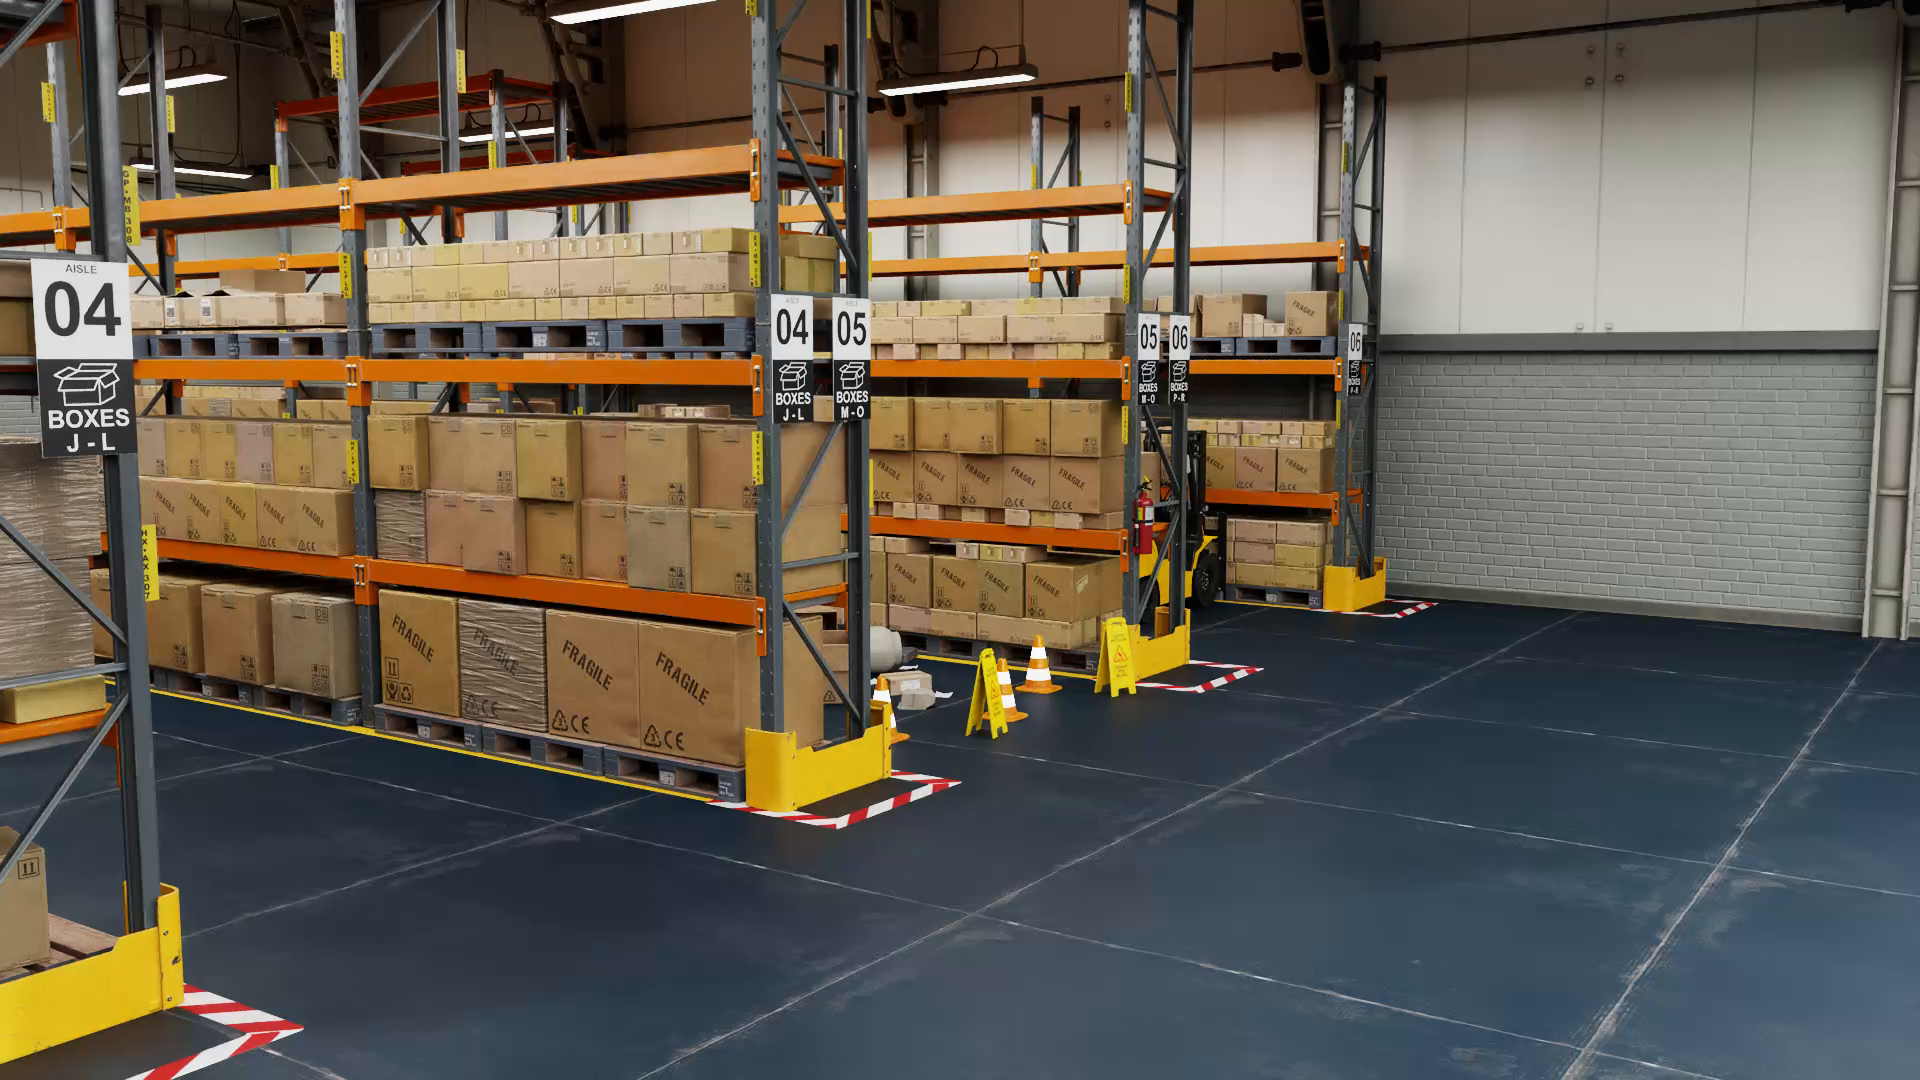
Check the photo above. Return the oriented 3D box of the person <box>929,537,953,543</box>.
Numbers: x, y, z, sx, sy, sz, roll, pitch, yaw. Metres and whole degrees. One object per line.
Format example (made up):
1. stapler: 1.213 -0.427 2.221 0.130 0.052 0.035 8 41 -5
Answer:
1. person: -0.346 -0.118 18.851 0.646 1.774 0.419 4 7 33
